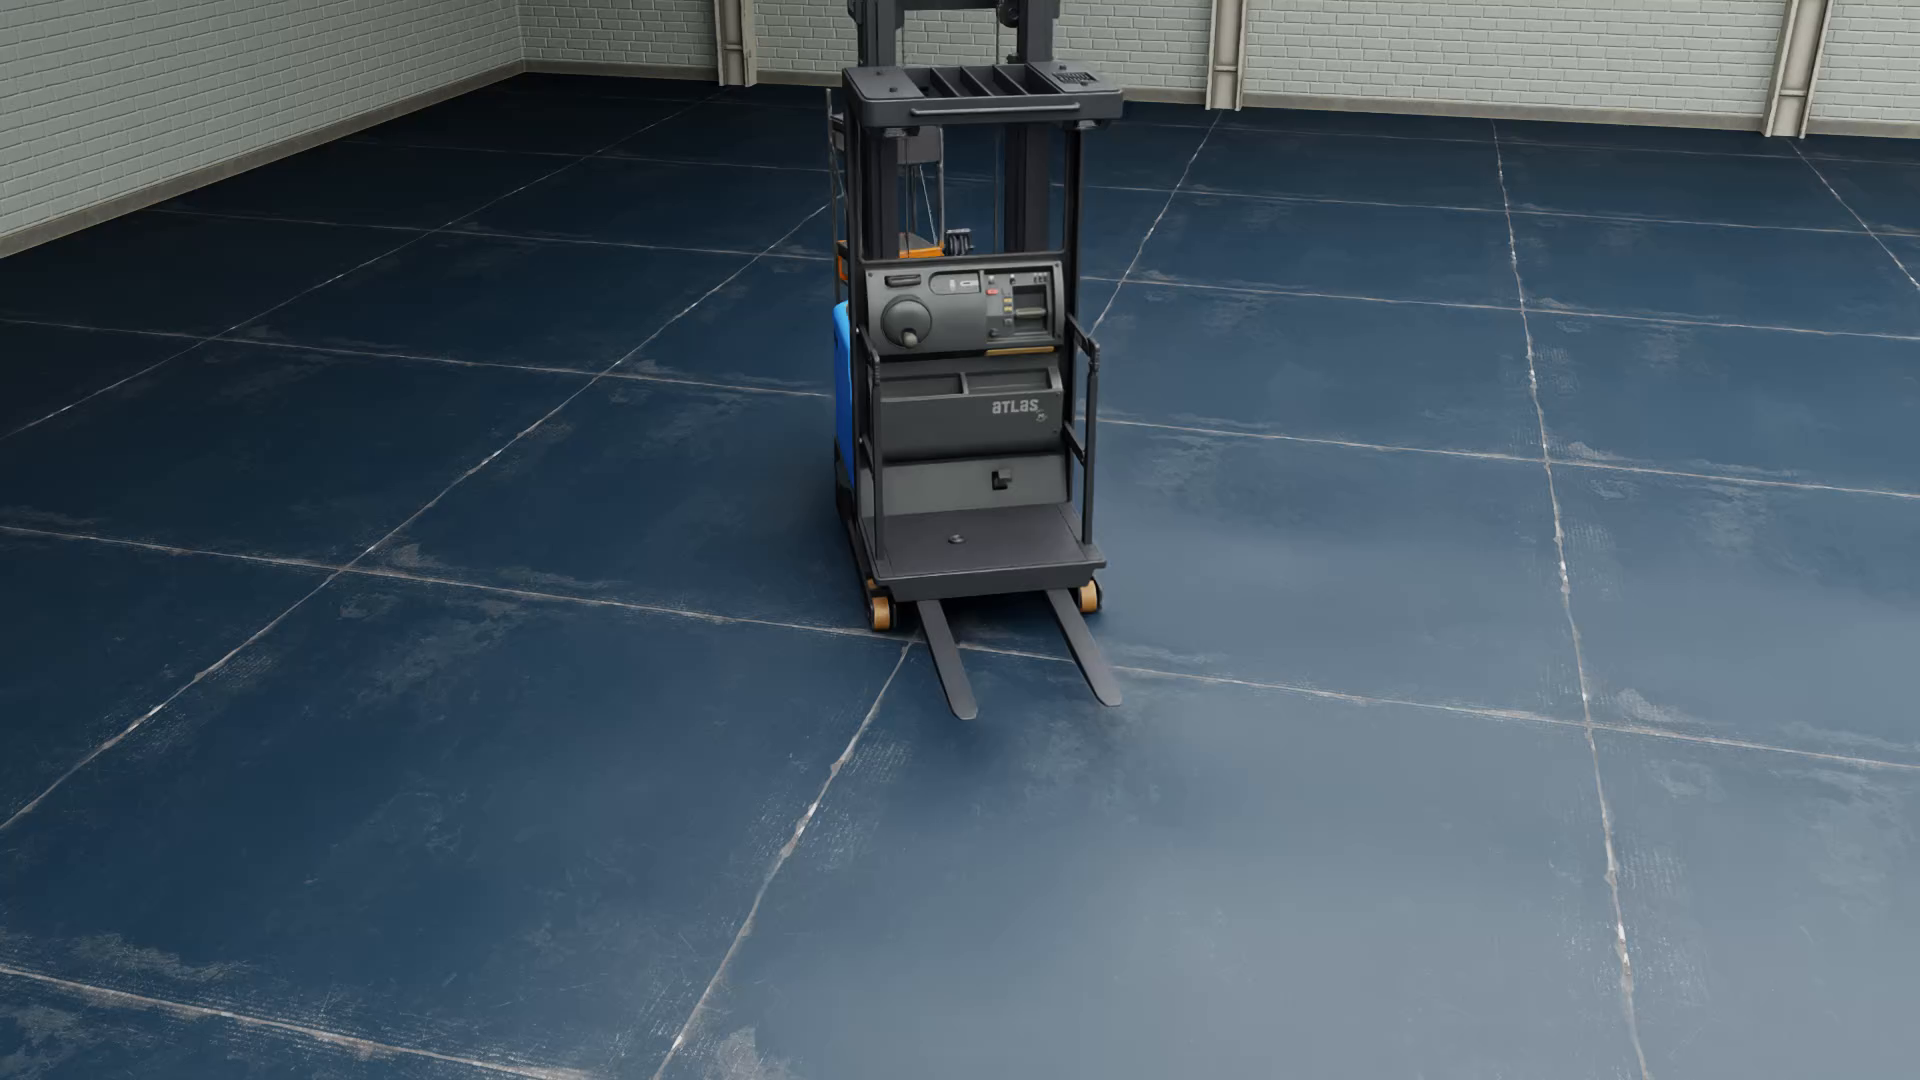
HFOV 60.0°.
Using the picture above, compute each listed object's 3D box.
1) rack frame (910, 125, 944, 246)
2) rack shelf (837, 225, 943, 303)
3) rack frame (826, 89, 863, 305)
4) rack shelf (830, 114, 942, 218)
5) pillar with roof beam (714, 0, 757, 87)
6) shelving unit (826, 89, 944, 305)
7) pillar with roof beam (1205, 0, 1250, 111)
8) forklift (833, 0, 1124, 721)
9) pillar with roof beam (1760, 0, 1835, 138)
[{"bbox_3d":[-0.180,-1.506,9.454,0.015,2.100,0.400,-12,27,-24],"label":"rack frame"},{"bbox_3d":[-0.398,-1.445,9.361,0.480,0.518,0.431,-12,27,-24],"label":"rack shelf"},{"bbox_3d":[-0.616,-1.409,9.257,0.015,2.100,0.400,-12,27,-24],"label":"rack frame"},{"bbox_3d":[-0.407,-2.082,9.070,0.480,0.518,0.431,-12,27,-24],"label":"rack shelf"},{"bbox_3d":[-3.824,-7.931,14.940,0.400,9.000,9.100,6,26,13],"label":"pillar with roof beam"},{"bbox_3d":[-0.398,-1.458,9.356,0.503,2.100,0.431,-12,27,-24],"label":"shelving unit"},{"bbox_3d":[1.987,-7.289,13.591,0.400,9.000,9.100,6,26,13],"label":"pillar with roof beam"},{"bbox_3d":[0.066,-1.062,7.572,1.130,2.935,3.031,-4,26,-9],"label":"forklift"},{"bbox_3d":[7.798,-6.646,12.241,0.400,9.000,9.100,6,26,13],"label":"pillar with roof beam"}]
